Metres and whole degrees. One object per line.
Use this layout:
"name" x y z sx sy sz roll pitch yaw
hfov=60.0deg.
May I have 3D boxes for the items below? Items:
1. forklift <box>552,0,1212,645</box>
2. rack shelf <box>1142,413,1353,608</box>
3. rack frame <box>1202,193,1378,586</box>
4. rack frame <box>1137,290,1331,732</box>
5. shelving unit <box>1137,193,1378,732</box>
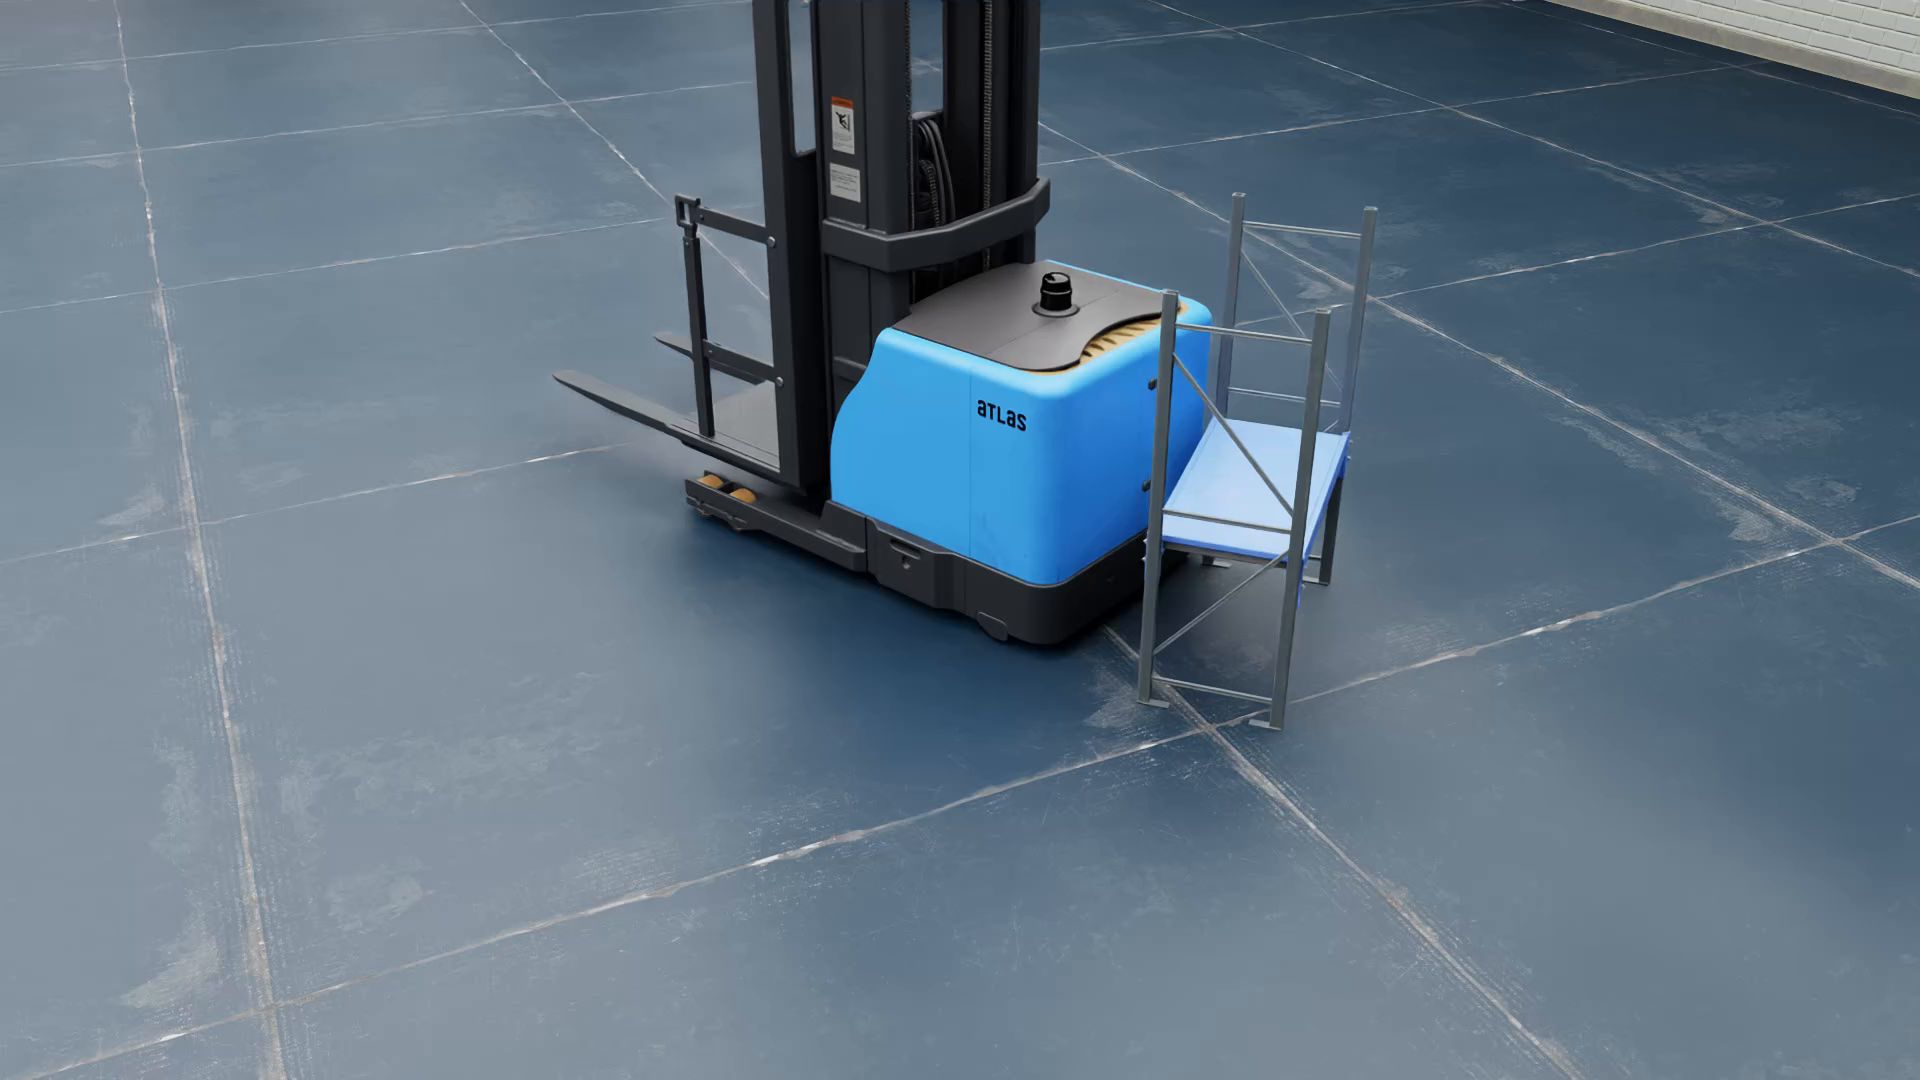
"forklift" -0.509 -1.494 6.418 3.031 2.935 1.130 22 36 34
"rack shelf" 1.024 -0.133 5.821 0.538 0.185 1.000 10 31 17
"rack frame" 1.197 -0.523 6.150 0.500 1.500 0.032 10 31 17
"rack frame" 0.851 -0.056 5.316 0.500 1.500 0.032 10 31 17
"shelving unit" 1.024 -0.290 5.733 0.538 1.500 1.048 10 31 17
